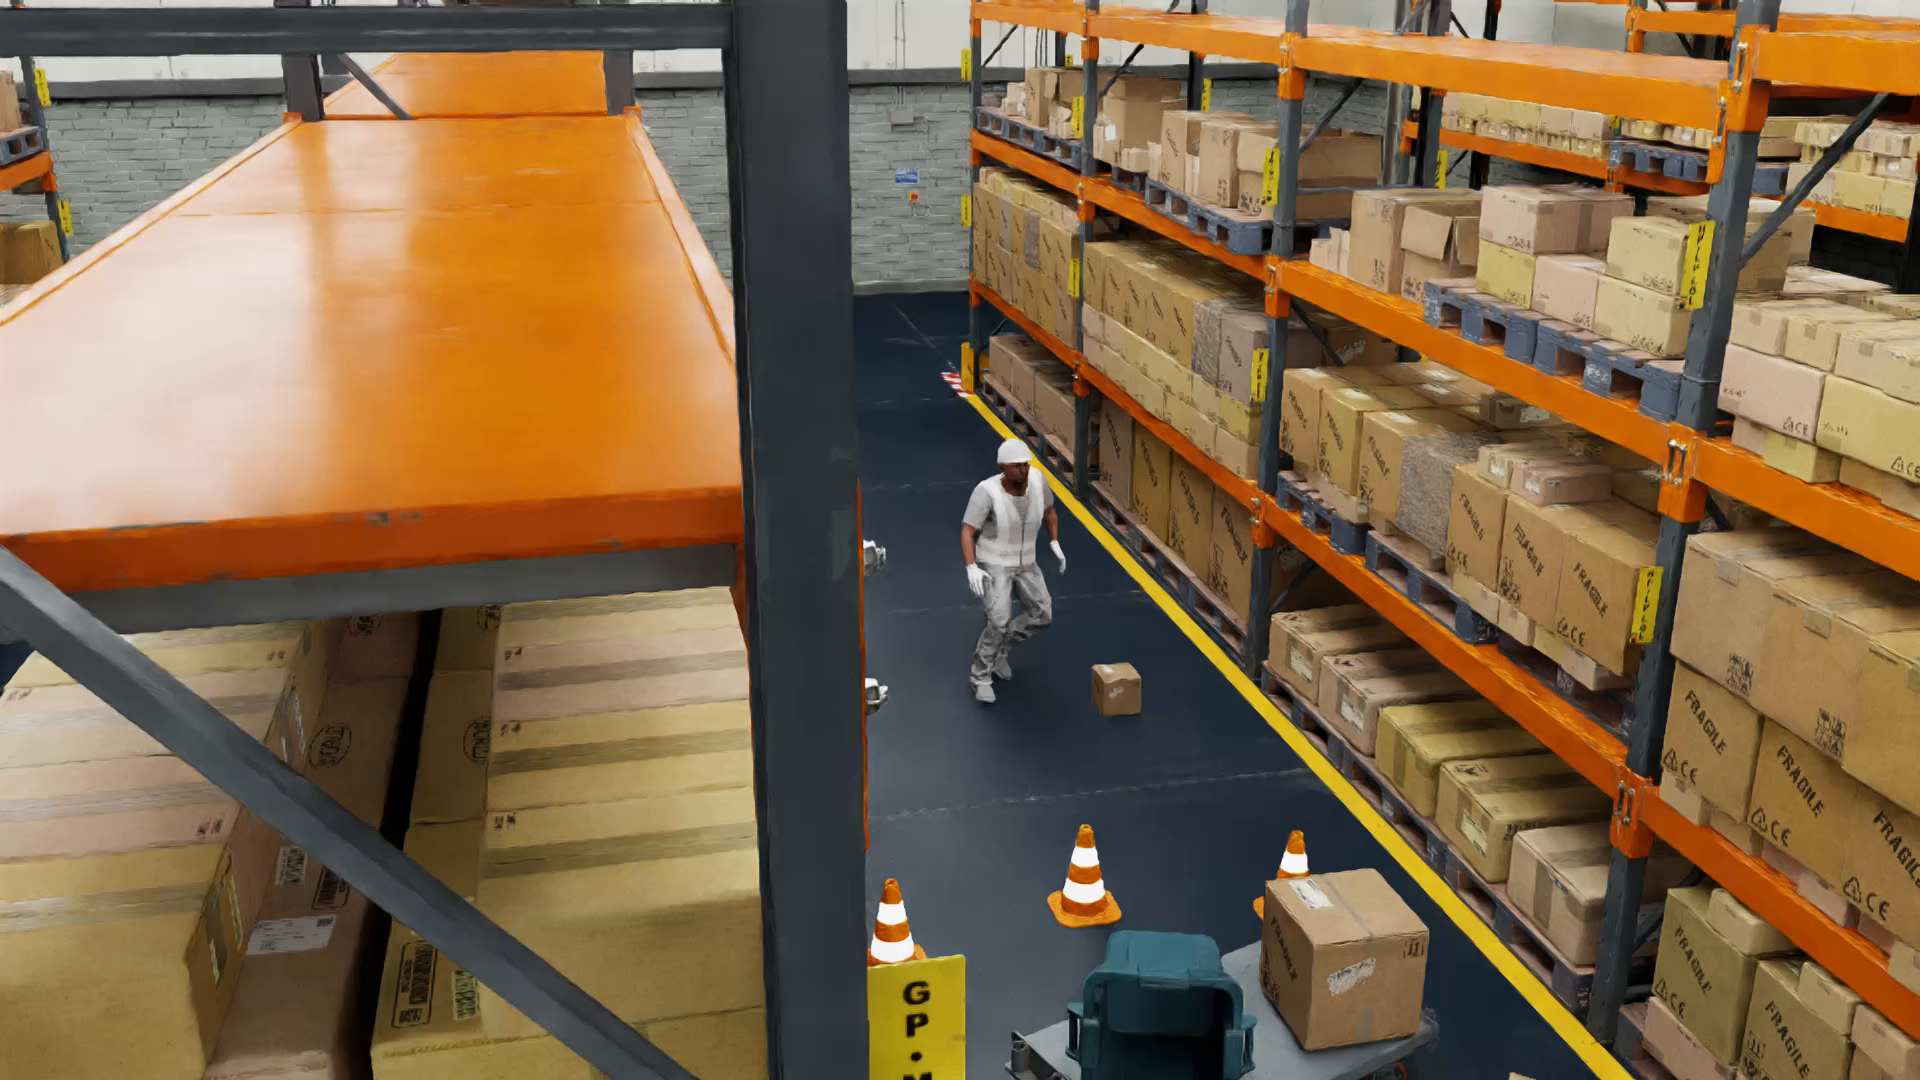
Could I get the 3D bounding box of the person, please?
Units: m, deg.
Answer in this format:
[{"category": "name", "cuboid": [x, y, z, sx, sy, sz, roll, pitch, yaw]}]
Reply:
[{"category": "person", "cuboid": [0.300, 0.149, 10.780, 0.848, 1.678, 0.501, -15, 24, -36]}]
